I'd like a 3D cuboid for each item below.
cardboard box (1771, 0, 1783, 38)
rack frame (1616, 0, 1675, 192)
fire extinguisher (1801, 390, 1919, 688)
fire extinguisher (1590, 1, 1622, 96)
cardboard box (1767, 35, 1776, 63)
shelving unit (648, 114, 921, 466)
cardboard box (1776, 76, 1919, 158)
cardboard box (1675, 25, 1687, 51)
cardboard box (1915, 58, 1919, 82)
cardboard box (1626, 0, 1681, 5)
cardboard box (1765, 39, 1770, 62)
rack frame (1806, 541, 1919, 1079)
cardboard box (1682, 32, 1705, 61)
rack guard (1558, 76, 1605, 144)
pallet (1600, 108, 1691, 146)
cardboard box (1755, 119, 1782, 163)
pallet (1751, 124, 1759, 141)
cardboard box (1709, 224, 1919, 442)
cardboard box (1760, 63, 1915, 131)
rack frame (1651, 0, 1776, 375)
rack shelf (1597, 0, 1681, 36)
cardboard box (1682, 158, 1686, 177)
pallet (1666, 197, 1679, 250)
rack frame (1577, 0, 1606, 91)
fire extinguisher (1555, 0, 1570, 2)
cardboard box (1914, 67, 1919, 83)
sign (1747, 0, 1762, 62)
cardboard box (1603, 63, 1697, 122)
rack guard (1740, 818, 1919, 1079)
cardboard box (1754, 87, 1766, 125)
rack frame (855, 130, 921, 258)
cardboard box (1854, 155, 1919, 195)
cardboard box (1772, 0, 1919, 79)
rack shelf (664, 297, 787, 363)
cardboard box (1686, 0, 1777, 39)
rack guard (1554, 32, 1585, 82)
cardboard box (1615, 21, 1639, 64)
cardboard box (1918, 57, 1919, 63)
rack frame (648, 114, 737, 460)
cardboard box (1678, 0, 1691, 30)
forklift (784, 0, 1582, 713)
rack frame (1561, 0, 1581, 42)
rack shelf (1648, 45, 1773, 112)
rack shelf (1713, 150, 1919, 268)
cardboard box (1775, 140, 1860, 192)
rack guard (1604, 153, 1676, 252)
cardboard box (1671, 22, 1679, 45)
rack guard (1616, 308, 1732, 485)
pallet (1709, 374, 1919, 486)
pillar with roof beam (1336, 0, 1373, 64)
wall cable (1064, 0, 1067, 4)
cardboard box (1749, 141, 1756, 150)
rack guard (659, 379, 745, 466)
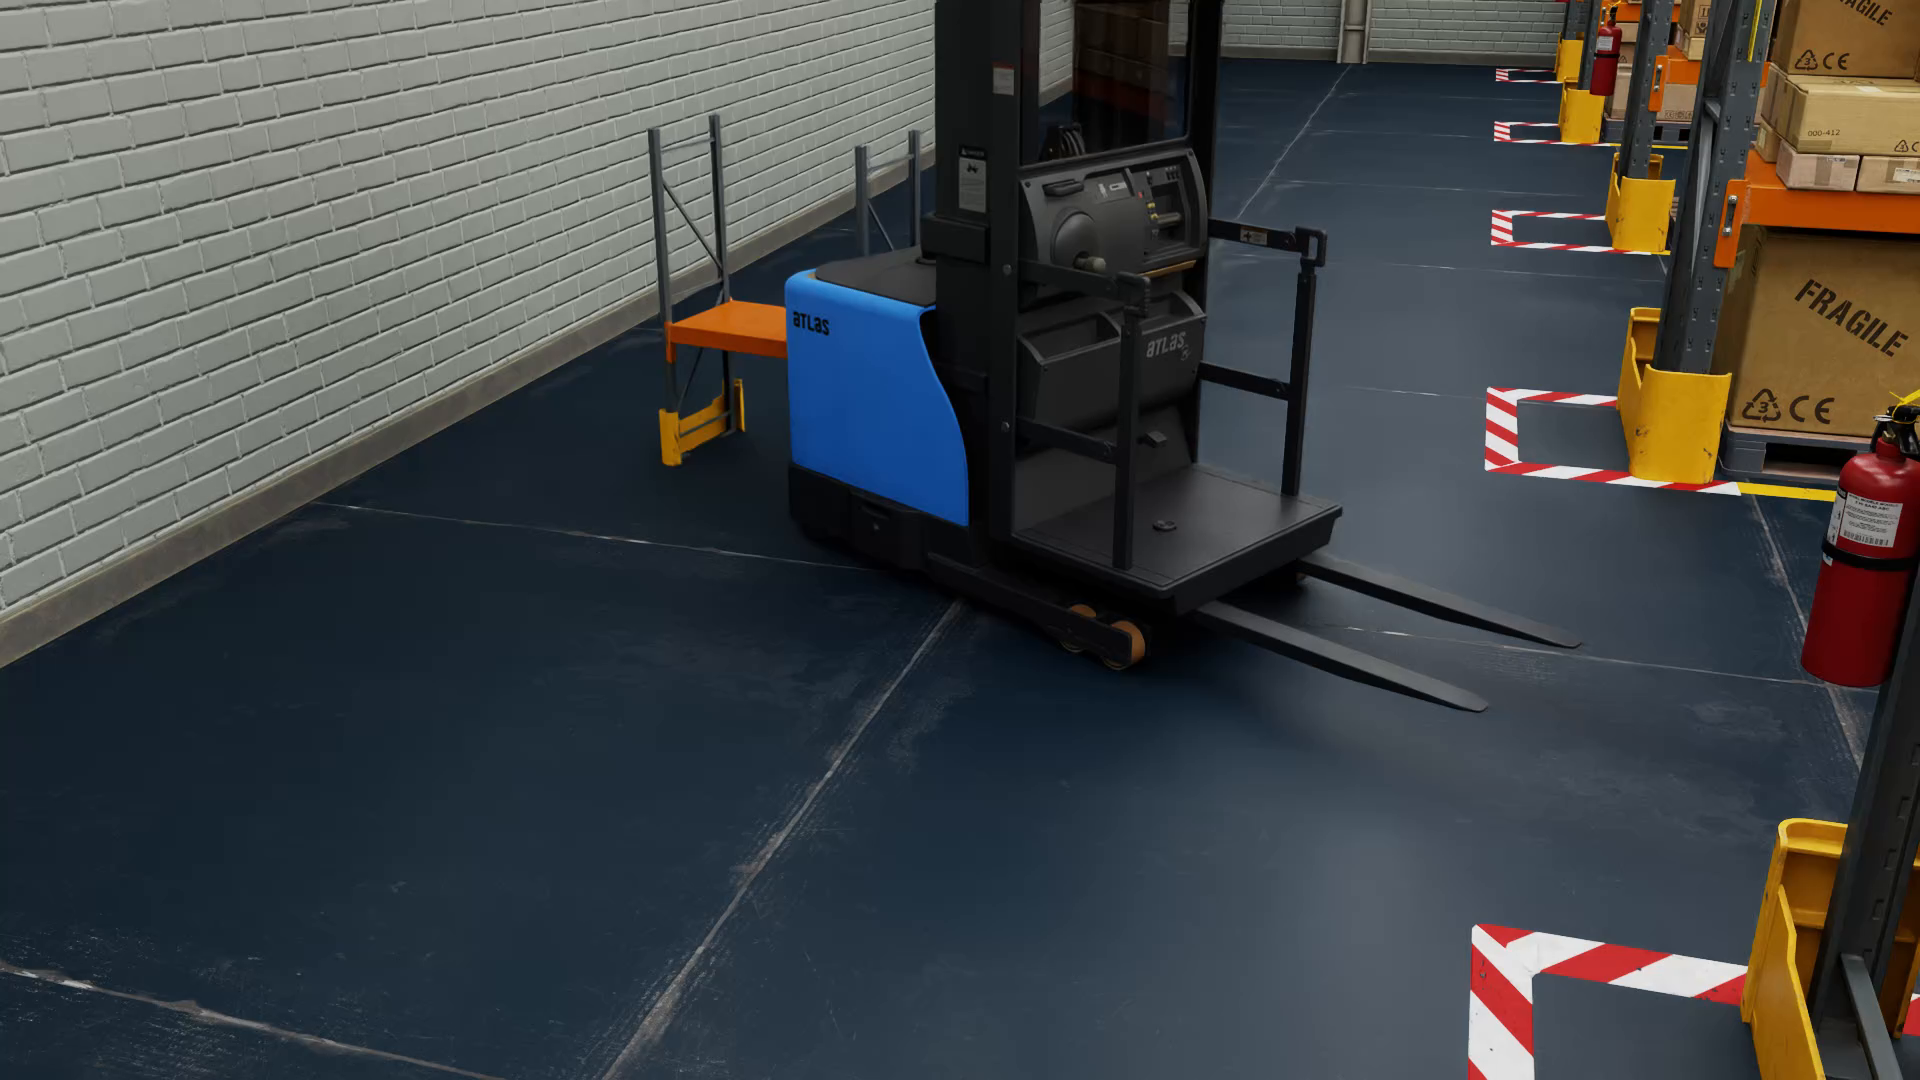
[{"bbox_3d":[5.757,-3.629,11.142,0.500,0.500,0.500,7,23,16],"label":"cardboard box"},{"bbox_3d":[4.887,-3.645,11.702,0.127,3.000,1.000,7,23,16],"label":"rack frame"},{"bbox_3d":[1.914,-0.027,3.477,0.183,0.674,0.296,7,23,16],"label":"fire extinguisher"},{"bbox_3d":[4.779,-3.631,12.264,0.183,0.674,0.296,7,23,16],"label":"fire extinguisher"},{"bbox_3d":[5.600,-3.312,11.222,0.250,0.149,0.380,6,23,14],"label":"cardboard box"},{"bbox_3d":[-0.759,-1.053,7.362,1.083,1.500,0.587,11,25,25],"label":"shelving unit"},{"bbox_3d":[3.739,-1.771,6.941,0.500,0.250,0.500,6,23,14],"label":"cardboard box"},{"bbox_3d":[5.281,-3.595,11.913,0.250,0.149,0.380,7,23,16],"label":"cardboard box"},{"bbox_3d":[4.218,-2.063,6.665,0.500,0.500,0.500,6,23,14],"label":"cardboard box"},{"bbox_3d":[6.597,-5.343,15.712,0.500,0.500,0.500,6,23,15],"label":"cardboard box"},{"bbox_3d":[5.358,-3.361,11.342,0.250,0.149,0.380,7,23,17],"label":"cardboard box"},{"bbox_3d":[1.927,-0.054,2.949,0.127,3.000,1.000,7,23,16],"label":"rack frame"},{"bbox_3d":[5.103,-3.374,11.373,0.250,0.149,0.380,6,23,15],"label":"cardboard box"},{"bbox_3d":[6.197,-4.300,16.595,0.348,0.500,1.175,7,23,16],"label":"rack guard"},{"bbox_3d":[7.009,-4.105,16.499,1.213,0.211,1.003,7,23,16],"label":"pallet"},{"bbox_3d":[3.794,-1.818,7.580,0.250,0.149,0.380,7,23,17],"label":"cardboard box"},{"bbox_3d":[8.173,-3.970,16.171,1.213,0.211,1.003,7,23,16],"label":"pallet"},{"bbox_3d":[3.994,-1.024,7.559,0.875,0.875,0.875,7,23,16],"label":"cardboard box"},{"bbox_3d":[3.898,-1.965,7.414,0.500,0.250,0.500,6,23,15],"label":"cardboard box"},{"bbox_3d":[3.358,-1.853,7.336,0.127,3.000,1.000,7,23,16],"label":"rack frame"},{"bbox_3d":[8.135,-4.902,15.716,4.000,0.370,1.077,7,23,16],"label":"rack shelf"},{"bbox_3d":[5.475,-2.703,12.219,0.250,0.149,0.380,6,23,14],"label":"cardboard box"},{"bbox_3d":[5.728,-2.244,11.963,1.213,0.211,1.003,7,23,16],"label":"pallet"},{"bbox_3d":[6.220,-5.454,16.114,0.127,3.000,1.000,7,23,16],"label":"rack frame"},{"bbox_3d":[7.376,-6.898,20.227,0.183,0.674,0.296,7,23,16],"label":"fire extinguisher"},{"bbox_3d":[4.384,-1.909,7.278,0.500,0.250,0.500,6,23,15],"label":"cardboard box"},{"bbox_3d":[3.192,-2.090,6.667,0.005,0.325,0.100,7,23,16],"label":"sign"},{"bbox_3d":[6.881,-4.427,16.433,0.875,0.438,0.875,6,23,14],"label":"cardboard box"},{"bbox_3d":[1.900,1.105,3.418,0.348,0.500,1.175,7,23,16],"label":"rack guard"},{"bbox_3d":[7.760,-4.330,16.195,0.875,0.438,0.875,7,23,17],"label":"cardboard box"},{"bbox_3d":[-0.297,-0.965,7.147,0.032,1.500,0.500,11,25,25],"label":"rack frame"},{"bbox_3d":[3.848,-1.551,6.929,0.250,0.149,0.380,6,23,15],"label":"cardboard box"},{"bbox_3d":[3.900,-2.311,7.268,0.500,0.500,0.500,7,23,16],"label":"cardboard box"},{"bbox_3d":[-0.751,-0.885,7.426,1.000,0.185,0.538,11,25,25],"label":"rack shelf"},{"bbox_3d":[5.237,-3.679,11.262,0.500,0.500,0.500,8,24,18],"label":"cardboard box"},{"bbox_3d":[7.723,-6.093,20.966,0.348,0.500,1.175,7,23,16],"label":"rack guard"},{"bbox_3d":[8.209,-6.196,20.658,0.637,0.503,0.797,6,23,13],"label":"cardboard box"},{"bbox_3d":[6.369,-3.257,11.089,0.250,0.149,0.380,6,23,14],"label":"cardboard box"},{"bbox_3d":[-1.206,-1.138,7.569,0.032,1.500,0.500,11,25,25],"label":"rack frame"},{"bbox_3d":[5.392,-3.873,11.735,0.500,0.500,0.500,7,23,17],"label":"cardboard box"},{"bbox_3d":[0.702,-1.133,5.670,3.031,2.935,1.130,21,30,41],"label":"forklift"},{"bbox_3d":[7.651,-7.258,20.511,0.127,3.000,1.000,7,23,16],"label":"rack frame"},{"bbox_3d":[6.802,-3.092,11.304,4.000,0.370,1.077,7,23,16],"label":"rack shelf"},{"bbox_3d":[5.273,-1.301,6.938,4.000,0.370,1.077,7,23,16],"label":"rack shelf"},{"bbox_3d":[3.602,-1.578,6.997,0.250,0.149,0.380,7,23,16],"label":"cardboard box"},{"bbox_3d":[4.960,-2.480,12.156,0.348,0.500,1.175,7,23,16],"label":"rack guard"},{"bbox_3d":[9.016,-6.086,20.396,0.500,0.500,0.700,8,23,18],"label":"cardboard box"},{"bbox_3d":[3.335,-0.700,7.817,0.348,0.500,1.175,7,23,16],"label":"rack guard"},{"bbox_3d":[4.146,-0.504,7.721,1.213,0.211,1.003,7,23,16],"label":"pallet"},{"bbox_3d":[4.086,-9.092,17.079,0.400,9.000,9.100,7,23,16],"label":"pillar with roof beam"},{"bbox_3d":[1.214,-7.050,18.667,0.122,1.984,0.588,7,23,16],"label":"wall cable"},{"bbox_3d":[5.691,-2.781,12.016,0.250,0.149,0.380,7,23,17],"label":"cardboard box"},{"bbox_3d":[-1.205,-0.560,7.805,0.087,0.250,0.587,11,25,25],"label":"rack guard"}]
